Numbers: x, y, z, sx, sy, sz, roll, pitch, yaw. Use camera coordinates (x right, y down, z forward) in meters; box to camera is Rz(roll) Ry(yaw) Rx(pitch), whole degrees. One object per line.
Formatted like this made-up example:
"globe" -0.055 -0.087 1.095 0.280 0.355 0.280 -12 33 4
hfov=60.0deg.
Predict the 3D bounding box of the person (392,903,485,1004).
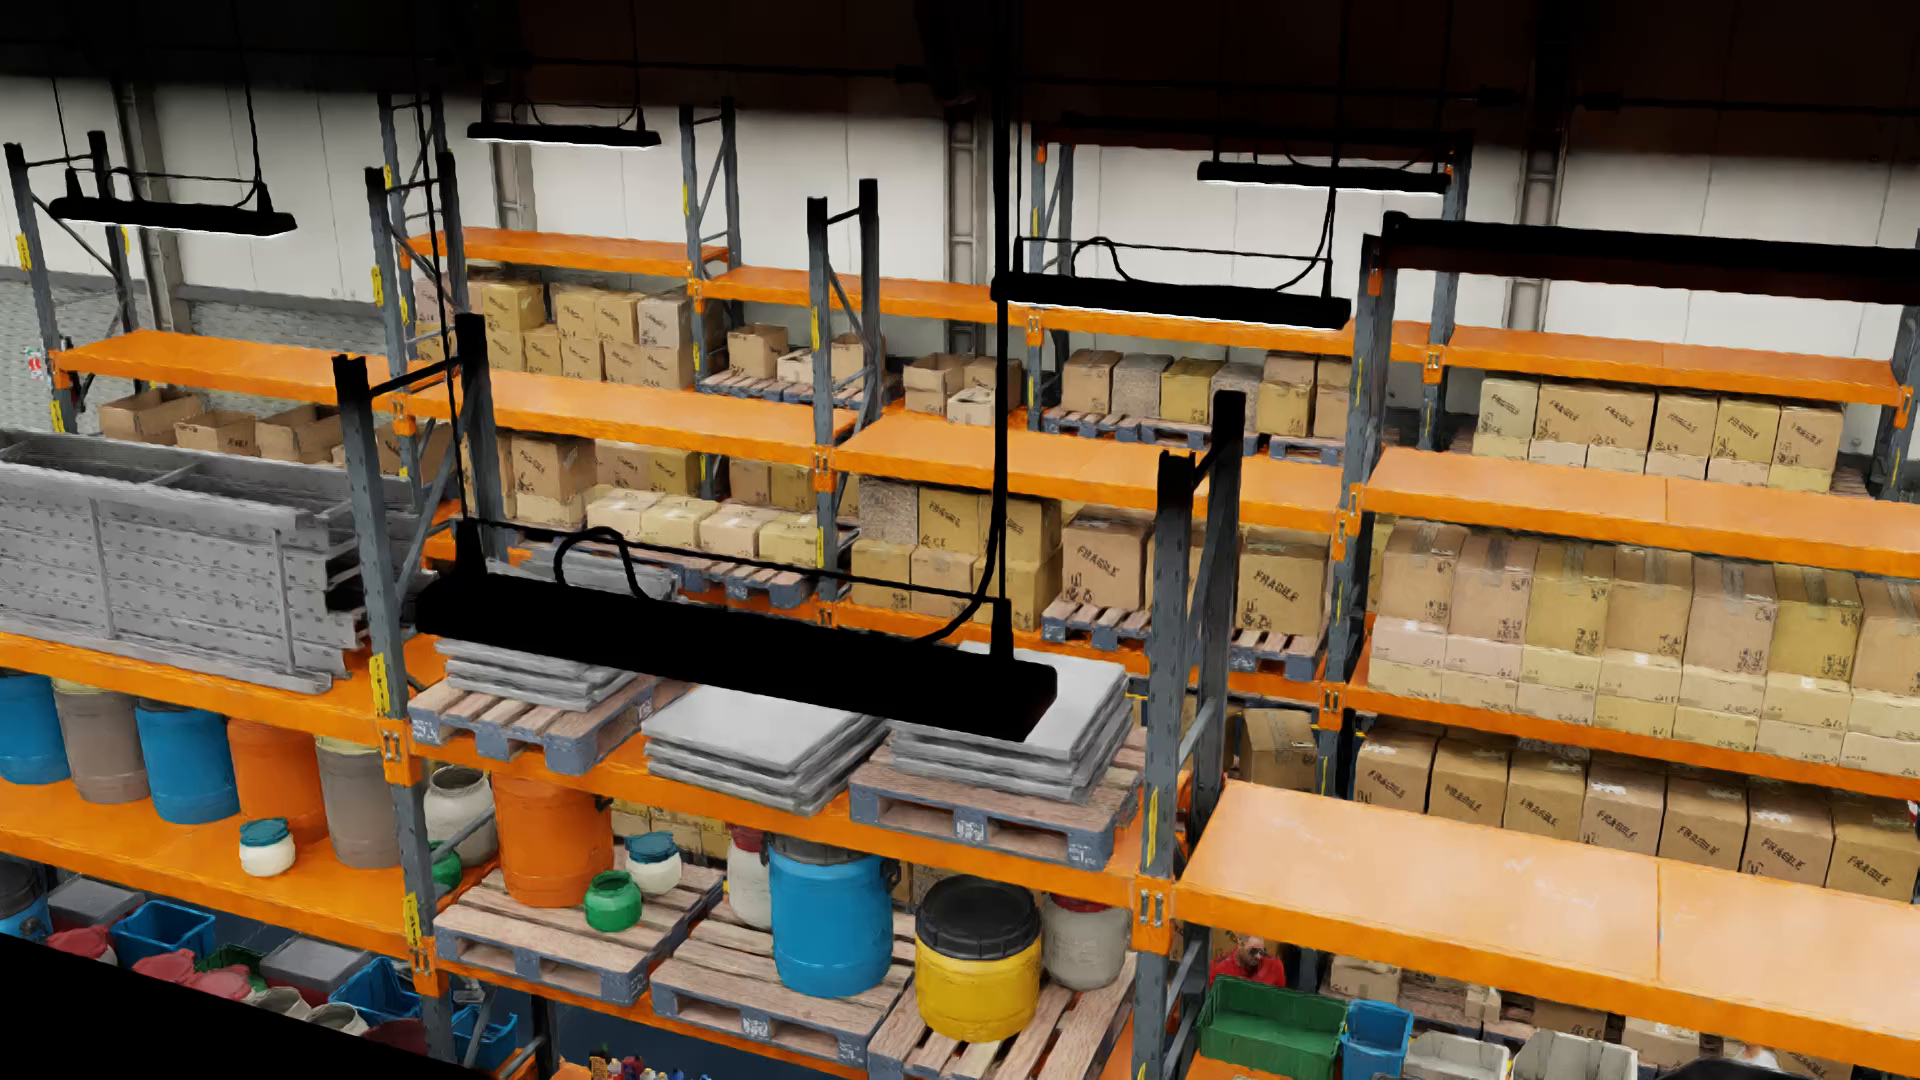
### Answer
"person" -4.136 2.789 12.772 0.988 1.619 0.500 8 22 19

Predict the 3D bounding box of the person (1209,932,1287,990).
"person" 1.907 3.349 11.127 0.624 1.738 0.476 1 21 1

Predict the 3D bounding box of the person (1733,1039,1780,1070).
"person" 5.034 3.671 10.497 0.507 1.619 0.580 7 22 18
